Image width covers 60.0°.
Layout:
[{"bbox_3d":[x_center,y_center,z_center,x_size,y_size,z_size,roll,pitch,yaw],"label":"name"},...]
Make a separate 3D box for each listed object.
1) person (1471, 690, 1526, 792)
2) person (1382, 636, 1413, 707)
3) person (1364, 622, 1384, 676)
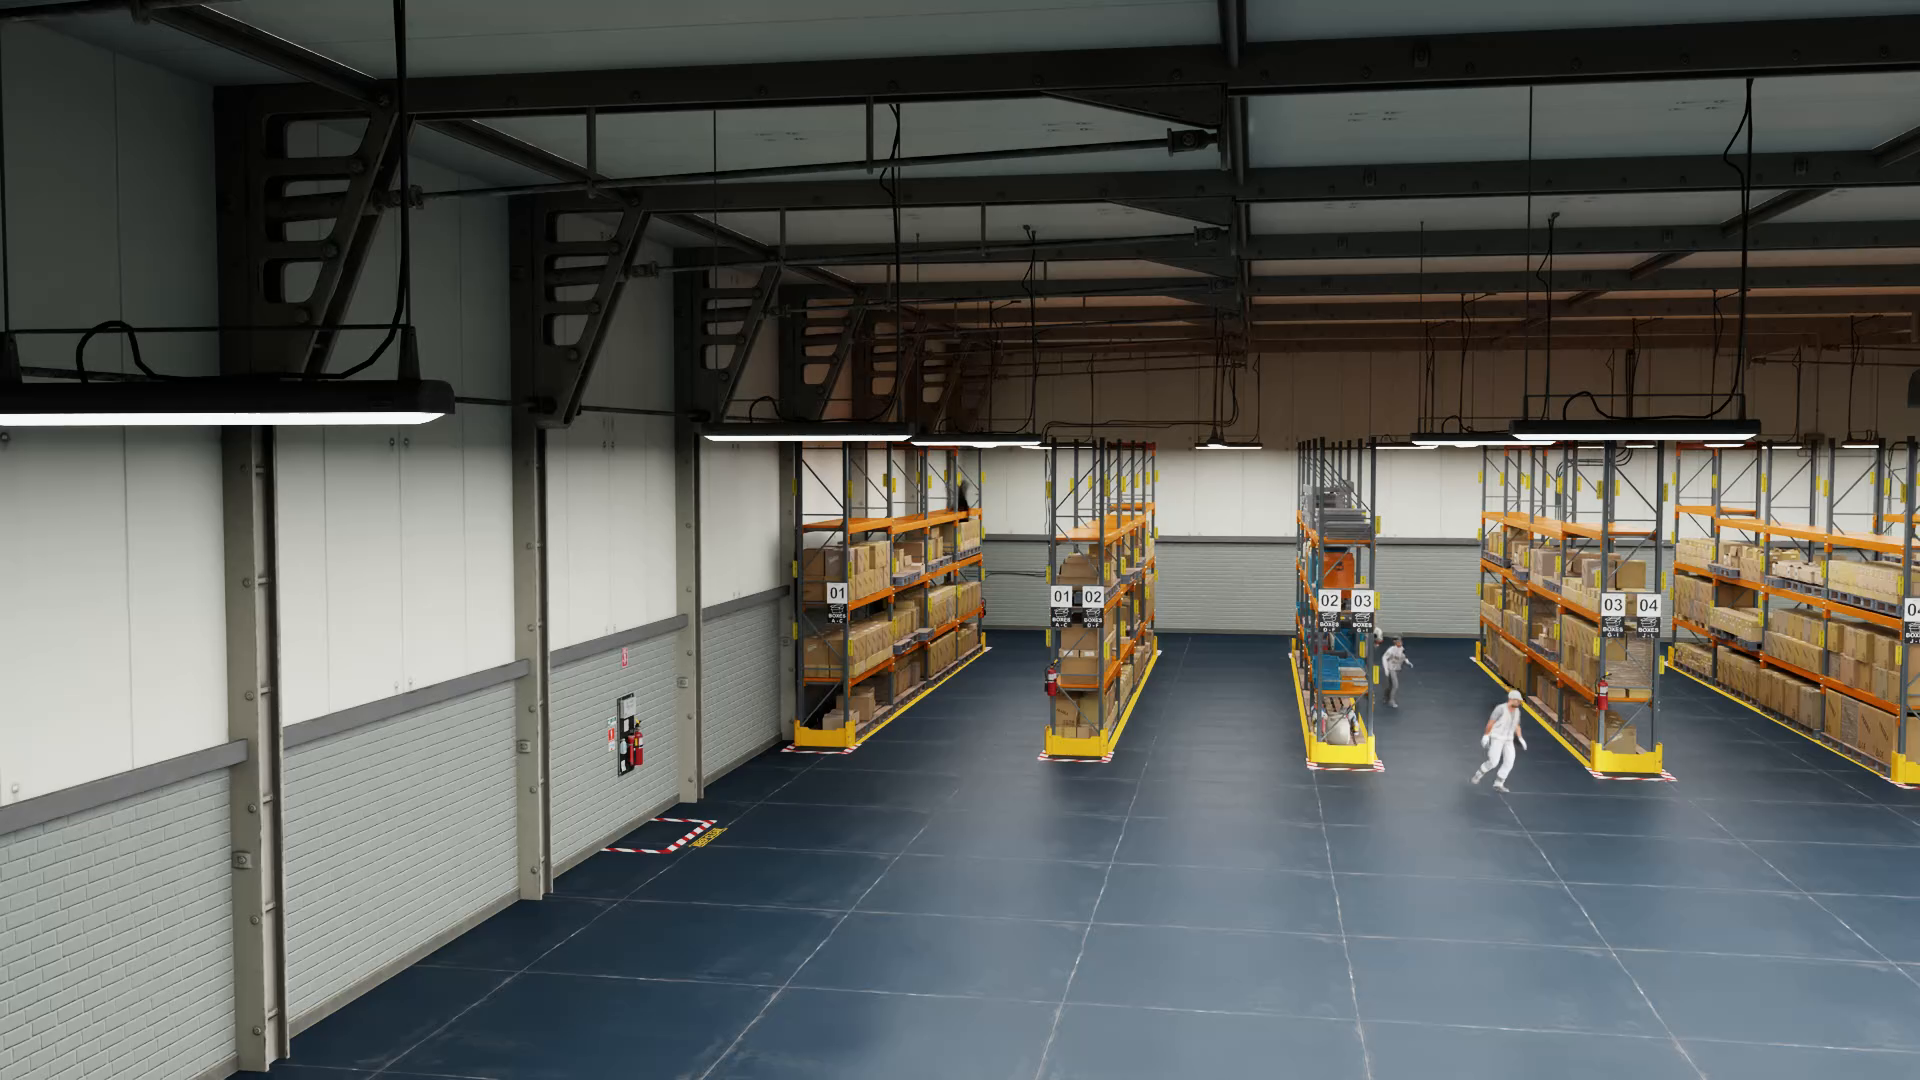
[{"bbox_3d":[9.107,3.370,28.031,0.798,1.721,0.705,-1,3,-22],"label":"person"},{"bbox_3d":[9.828,2.942,37.510,0.660,1.620,0.786,-3,4,-43],"label":"person"},{"bbox_3d":[10.620,2.766,42.762,0.568,1.455,1.083,1,3,18],"label":"person"}]
